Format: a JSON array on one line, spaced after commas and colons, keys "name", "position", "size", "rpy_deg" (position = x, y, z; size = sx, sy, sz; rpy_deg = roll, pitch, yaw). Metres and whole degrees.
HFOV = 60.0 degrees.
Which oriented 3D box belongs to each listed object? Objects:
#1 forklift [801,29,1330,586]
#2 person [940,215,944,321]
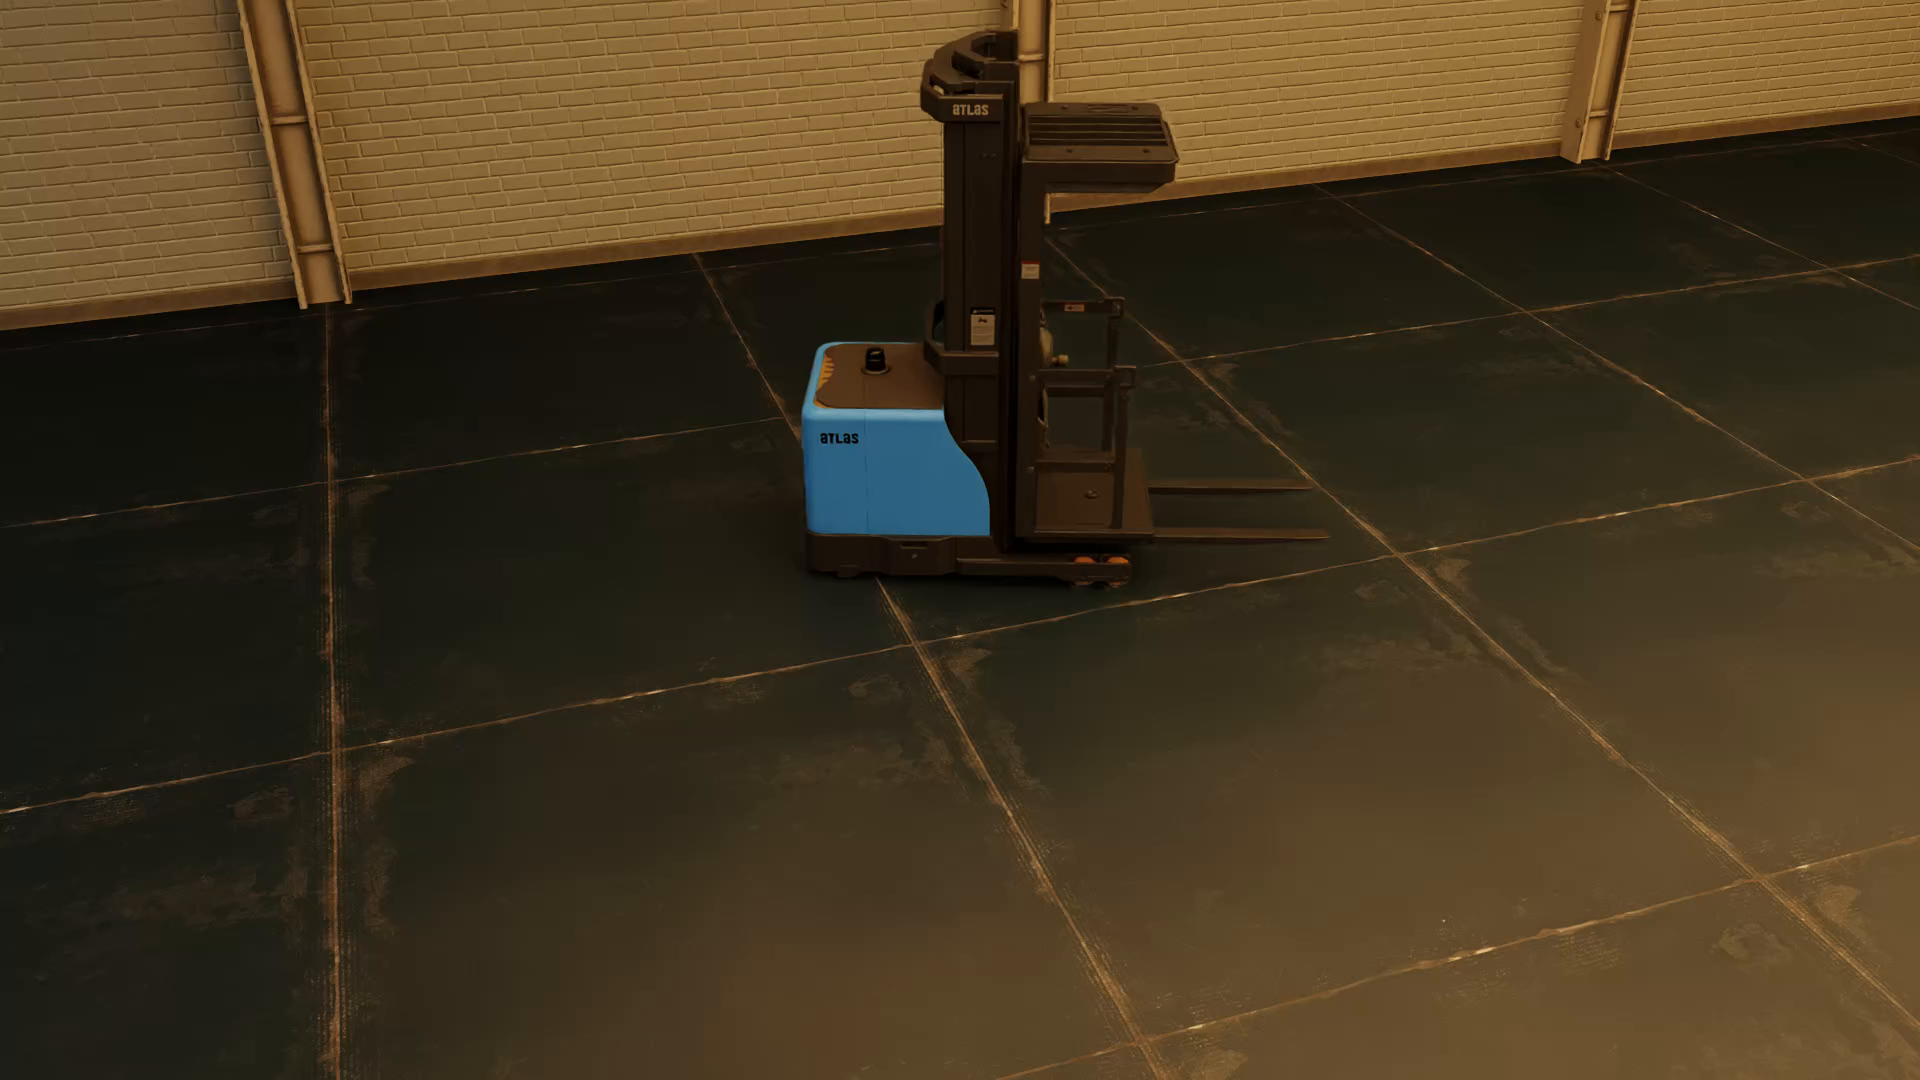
[{"name": "forklift", "position": [0.632, -1.274, 9.301], "size": [3.031, 2.935, 1.130], "rpy_deg": [1, 30, 1]}, {"name": "person", "position": [-0.043, -1.723, 11.507], "size": [0.447, 1.520, 0.745], "rpy_deg": [1, 30, 1]}]
